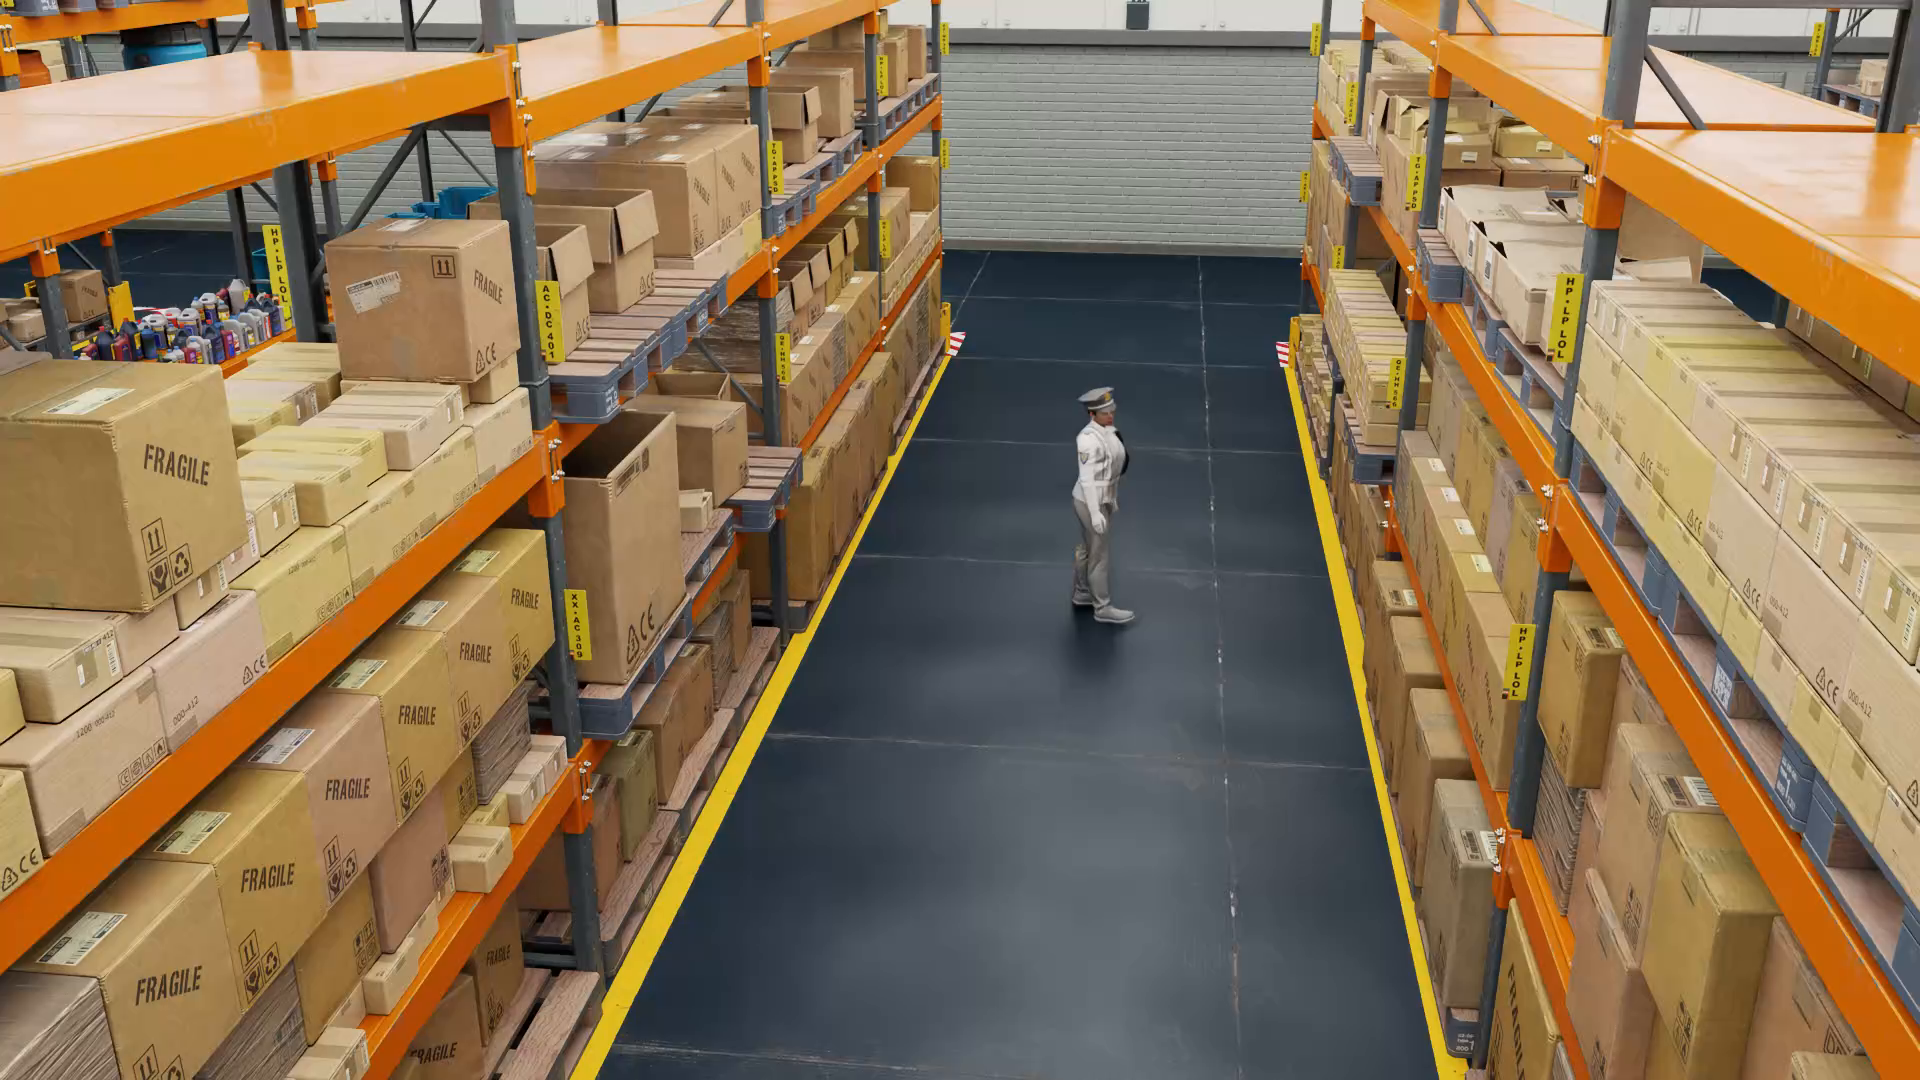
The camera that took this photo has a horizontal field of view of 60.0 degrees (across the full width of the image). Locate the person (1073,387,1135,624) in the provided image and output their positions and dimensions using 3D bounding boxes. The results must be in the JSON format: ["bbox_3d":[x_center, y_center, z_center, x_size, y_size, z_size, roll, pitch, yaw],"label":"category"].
[{"bbox_3d":[1.028,-0.249,11.637,0.511,1.682,0.554,8,23,20],"label":"person"}]
